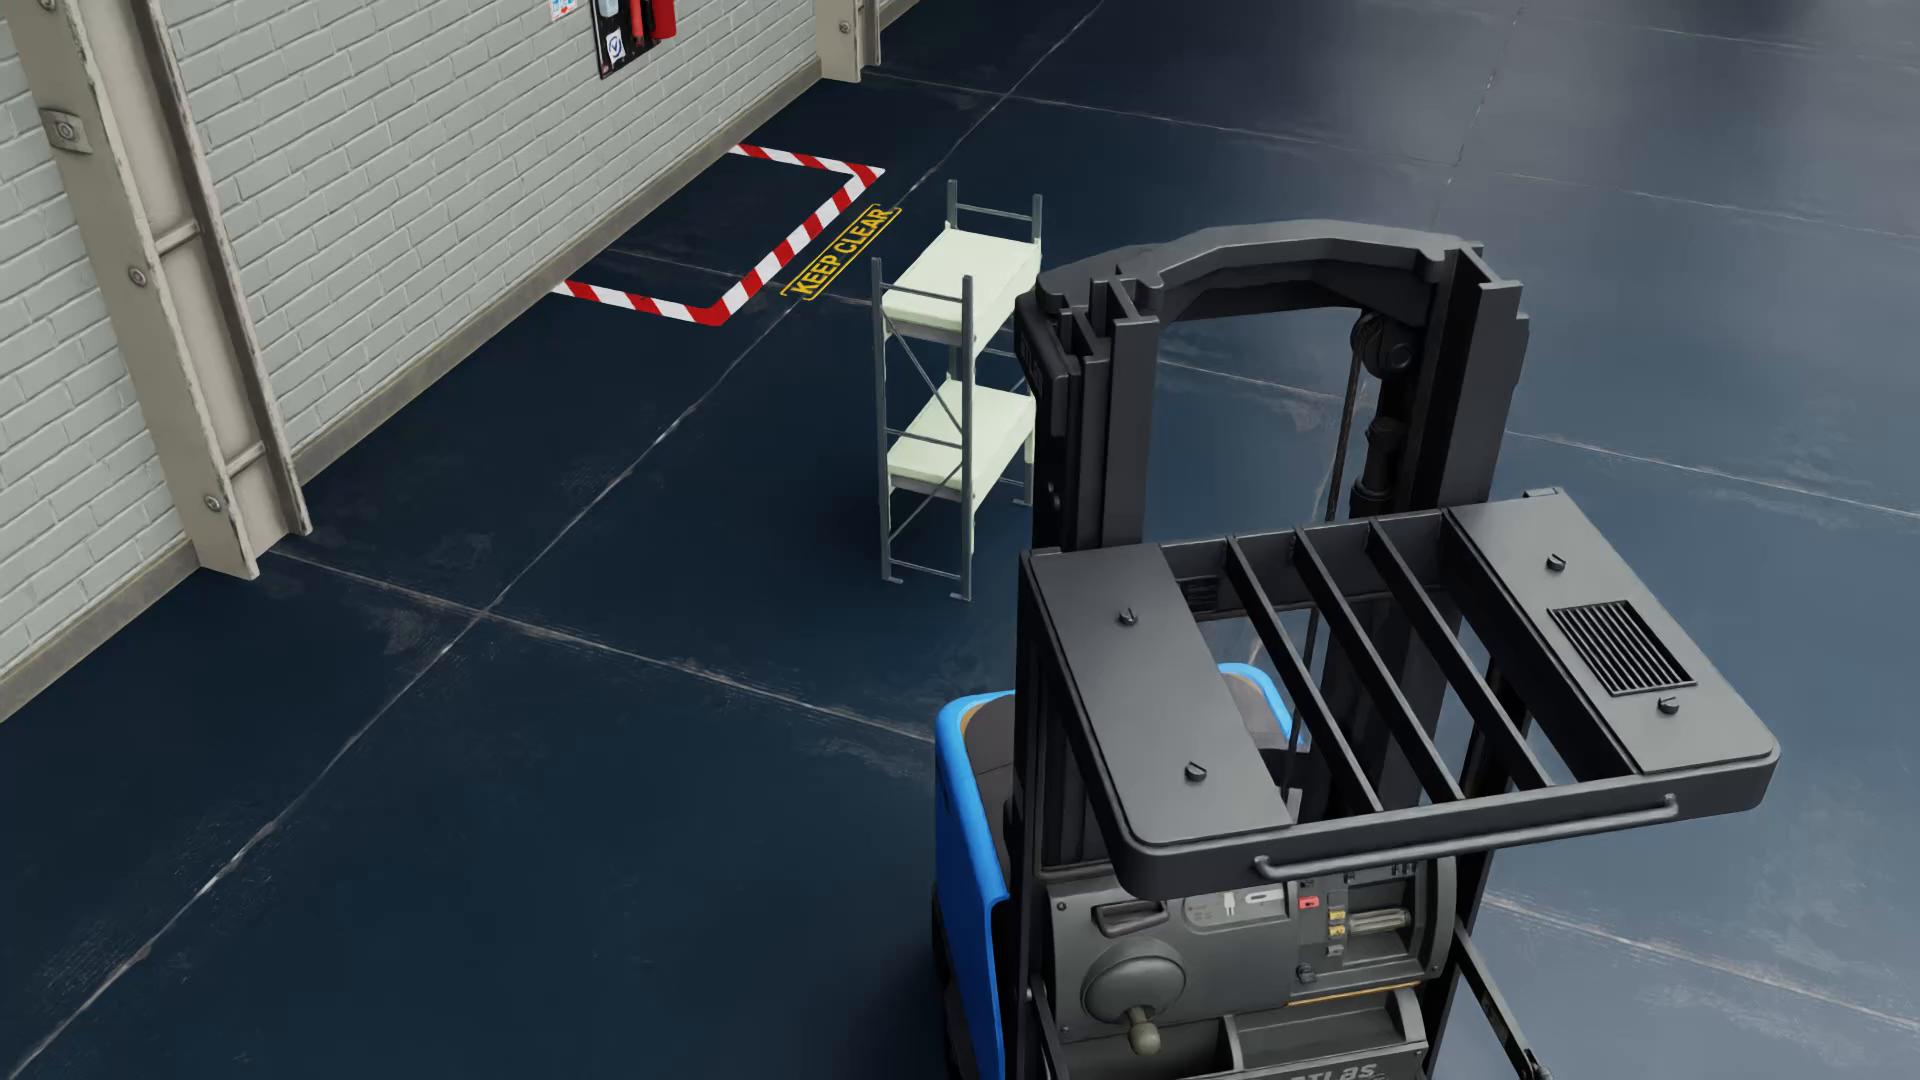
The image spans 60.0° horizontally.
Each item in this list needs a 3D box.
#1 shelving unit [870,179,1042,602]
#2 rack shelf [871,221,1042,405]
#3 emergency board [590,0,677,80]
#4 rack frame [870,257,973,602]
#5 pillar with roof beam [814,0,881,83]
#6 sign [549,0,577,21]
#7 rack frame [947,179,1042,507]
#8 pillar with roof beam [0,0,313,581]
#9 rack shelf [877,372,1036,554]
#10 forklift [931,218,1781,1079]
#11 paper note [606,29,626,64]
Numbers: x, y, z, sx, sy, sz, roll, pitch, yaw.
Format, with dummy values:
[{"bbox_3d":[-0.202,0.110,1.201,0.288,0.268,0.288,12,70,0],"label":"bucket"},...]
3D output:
[{"bbox_3d":[-0.003,-0.597,6.796,0.431,1.500,0.755,14,39,18],"label":"shelving unit"},{"bbox_3d":[-0.003,-0.910,6.562,0.431,0.370,0.720,14,39,18],"label":"rack shelf"},{"bbox_3d":[-1.750,-3.136,8.940,0.194,1.169,0.643,14,39,18],"label":"emergency board"},{"bbox_3d":[-0.142,-0.394,6.525,0.400,1.500,0.023,14,39,18],"label":"rack frame"},{"bbox_3d":[3.207,-5.918,7.651,9.100,9.000,0.400,14,39,18],"label":"pillar with roof beam"},{"bbox_3d":[-2.056,-2.868,8.552,0.001,0.329,0.234,14,39,18],"label":"sign"},{"bbox_3d":[0.137,-0.800,7.067,0.400,1.500,0.023,14,39,18],"label":"rack frame"},{"bbox_3d":[0.924,-2.596,3.207,9.100,9.000,0.400,14,39,18],"label":"pillar with roof beam"},{"bbox_3d":[-0.003,-0.336,6.991,0.431,0.370,0.720,14,39,18],"label":"rack shelf"},{"bbox_3d":[0.698,0.959,3.519,1.130,2.935,3.031,-7,37,-9],"label":"forklift"},{"bbox_3d":[-1.881,-2.701,9.094,0.016,0.148,0.142,14,39,18],"label":"paper note"}]
